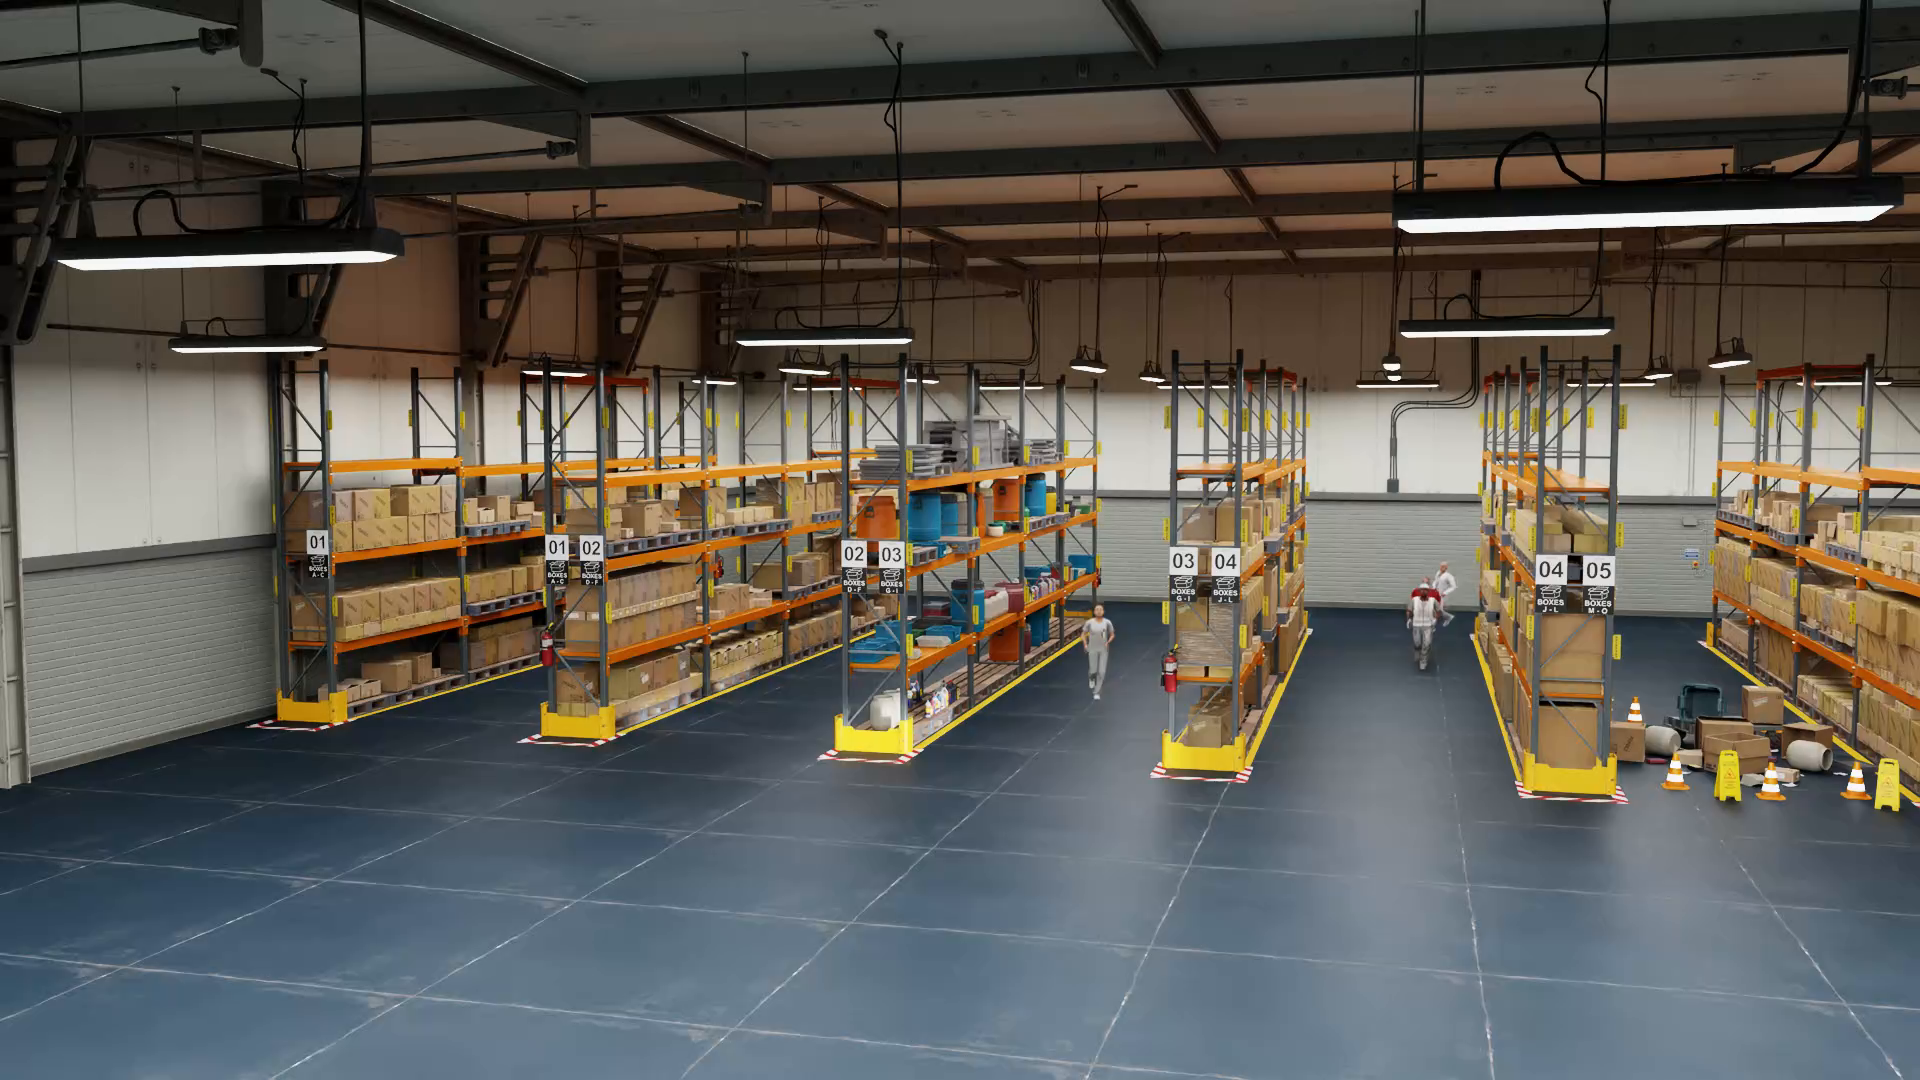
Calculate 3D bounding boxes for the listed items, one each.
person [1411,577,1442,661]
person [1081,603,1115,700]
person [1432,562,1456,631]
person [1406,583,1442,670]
[{"bbox_3d":[9.756,1.662,34.835,0.636,1.783,0.826,1,4,20],"label":"person"},{"bbox_3d":[2.338,1.878,28.088,0.564,1.628,0.569,0,4,0],"label":"person"},{"bbox_3d":[11.421,1.339,39.222,0.820,1.684,0.750,-1,4,-18],"label":"person"},{"bbox_3d":[9.346,1.734,33.507,0.700,1.728,0.591,1,4,16],"label":"person"}]
